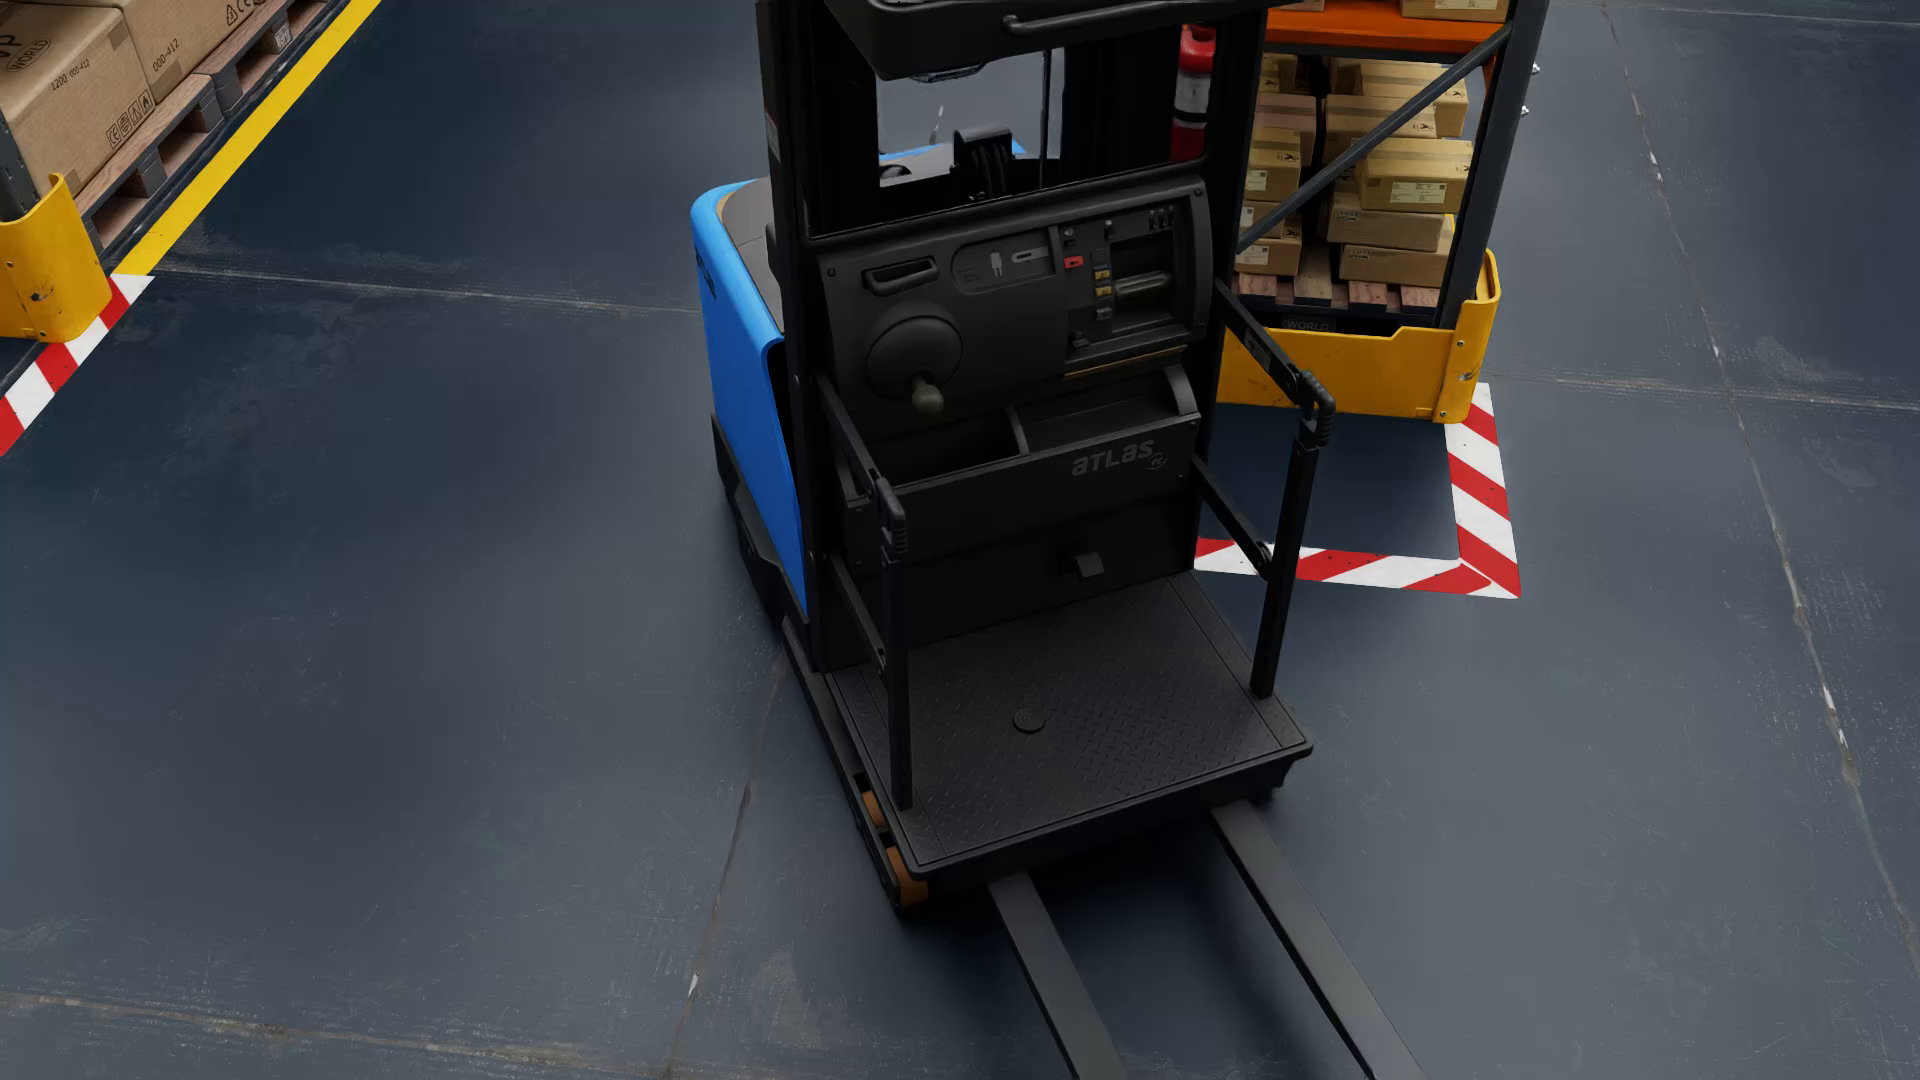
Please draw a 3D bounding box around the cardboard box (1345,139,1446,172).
[{"bbox_3d":[1.584,-1.338,6.033,0.380,0.149,0.250,5,44,5],"label":"cardboard box"}]

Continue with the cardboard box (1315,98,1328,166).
[{"bbox_3d":[1.528,-1.513,6.218,0.380,0.149,0.250,6,44,6],"label":"cardboard box"}]

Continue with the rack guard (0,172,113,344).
[{"bbox_3d":[-3.755,-1.055,6.000,1.175,0.500,0.348,5,44,6],"label":"rack guard"}]

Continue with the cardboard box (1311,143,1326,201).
[{"bbox_3d":[1.534,-1.399,6.313,0.380,0.149,0.250,6,44,6],"label":"cardboard box"}]

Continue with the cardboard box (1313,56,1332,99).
[{"bbox_3d":[1.611,-1.867,6.592,0.380,0.149,0.250,3,44,3],"label":"cardboard box"}]

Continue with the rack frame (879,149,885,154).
[{"bbox_3d":[-0.319,-0.756,5.285,0.200,1.050,0.008,-15,45,-15],"label":"rack frame"}]

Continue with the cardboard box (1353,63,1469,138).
[{"bbox_3d":[1.651,-1.616,6.110,0.380,0.149,0.250,5,44,5],"label":"cardboard box"}]

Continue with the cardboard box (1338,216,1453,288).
[{"bbox_3d":[1.554,-1.043,5.938,0.380,0.149,0.250,6,44,6],"label":"cardboard box"}]

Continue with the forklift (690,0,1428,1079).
[{"bbox_3d":[0.222,-0.458,3.602,1.130,2.935,3.031,-15,45,-15],"label":"forklift"}]

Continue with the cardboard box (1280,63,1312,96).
[{"bbox_3d":[1.159,-1.737,6.454,0.380,0.149,0.250,5,44,5],"label":"cardboard box"}]

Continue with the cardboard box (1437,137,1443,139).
[{"bbox_3d":[1.670,-1.678,6.392,0.380,0.149,0.250,7,44,7],"label":"cardboard box"}]

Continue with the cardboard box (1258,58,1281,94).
[{"bbox_3d":[0.985,-1.669,6.166,0.380,0.149,0.250,4,44,5],"label":"cardboard box"}]

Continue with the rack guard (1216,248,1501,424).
[{"bbox_3d":[1.178,-0.742,5.670,1.175,0.500,0.348,5,44,6],"label":"rack guard"}]

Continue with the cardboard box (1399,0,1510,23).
[{"bbox_3d":[1.535,-1.697,5.044,0.380,0.149,0.250,5,44,5],"label":"cardboard box"}]

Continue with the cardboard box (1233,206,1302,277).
[{"bbox_3d":[1.031,-1.093,5.990,0.380,0.149,0.250,6,44,6],"label":"cardboard box"}]

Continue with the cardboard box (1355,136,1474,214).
[{"bbox_3d":[1.574,-1.257,5.731,0.380,0.149,0.250,3,44,4],"label":"cardboard box"}]

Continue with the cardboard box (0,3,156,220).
[{"bbox_3d":[-3.764,-1.660,6.379,0.875,0.438,0.875,4,44,4],"label":"cardboard box"}]

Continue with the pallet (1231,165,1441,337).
[{"bbox_3d":[1.320,-1.187,6.350,1.003,0.211,1.213,5,44,6],"label":"pallet"}]

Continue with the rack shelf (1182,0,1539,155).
[{"bbox_3d":[1.432,-2.699,6.442,1.077,0.370,4.000,5,44,6],"label":"rack shelf"}]

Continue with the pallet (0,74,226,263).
[{"bbox_3d":[-3.724,-1.518,6.700,1.003,0.211,1.213,5,44,6],"label":"pallet"}]

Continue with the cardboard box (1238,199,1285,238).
[{"bbox_3d":[0.955,-1.208,5.896,0.380,0.149,0.250,4,44,4],"label":"cardboard box"}]

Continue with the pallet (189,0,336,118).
[{"bbox_3d":[-3.560,-2.347,7.575,1.003,0.211,1.213,5,44,6],"label":"pallet"}]

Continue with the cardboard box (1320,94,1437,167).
[{"bbox_3d":[1.491,-1.456,5.941,0.380,0.149,0.250,6,44,6],"label":"cardboard box"}]

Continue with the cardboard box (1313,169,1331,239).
[{"bbox_3d":[1.508,-1.229,6.134,0.380,0.149,0.250,5,44,5],"label":"cardboard box"}]

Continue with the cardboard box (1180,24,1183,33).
[{"bbox_3d":[1.062,-2.028,6.545,0.380,0.149,0.250,7,44,7],"label":"cardboard box"}]

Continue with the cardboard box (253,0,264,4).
[{"bbox_3d":[-3.531,-2.899,7.688,0.875,0.438,0.875,4,44,4],"label":"cardboard box"}]

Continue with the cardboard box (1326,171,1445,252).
[{"bbox_3d":[1.491,-1.157,5.842,0.380,0.149,0.250,7,44,7],"label":"cardboard box"}]

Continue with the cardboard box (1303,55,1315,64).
[{"bbox_3d":[1.605,-2.056,6.791,0.380,0.149,0.250,7,44,8],"label":"cardboard box"}]

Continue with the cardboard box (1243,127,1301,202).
[{"bbox_3d":[0.987,-1.315,5.792,0.380,0.149,0.250,6,44,6],"label":"cardboard box"}]

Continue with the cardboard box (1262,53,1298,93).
[{"bbox_3d":[1.082,-1.839,6.346,0.380,0.149,0.250,4,44,4],"label":"cardboard box"}]

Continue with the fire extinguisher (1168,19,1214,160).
[{"bbox_3d":[0.677,-1.304,4.773,0.296,0.674,0.183,5,44,6],"label":"fire extinguisher"}]

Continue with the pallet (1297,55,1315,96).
[{"bbox_3d":[1.484,-2.016,7.226,1.003,0.211,1.213,5,44,6],"label":"pallet"}]

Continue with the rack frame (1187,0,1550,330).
[{"bbox_3d":[1.168,-1.598,4.756,1.000,3.000,0.127,5,44,6],"label":"rack frame"}]

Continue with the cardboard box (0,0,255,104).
[{"bbox_3d":[-3.651,-2.284,7.039,0.875,0.438,0.875,6,44,7],"label":"cardboard box"}]

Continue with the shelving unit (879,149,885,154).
[{"bbox_3d":[-0.363,-0.834,5.368,0.215,1.050,0.252,-15,45,-15],"label":"shelving unit"}]

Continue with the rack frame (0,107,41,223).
[{"bbox_3d":[-3.752,-1.979,5.158,1.000,3.000,0.127,5,44,6],"label":"rack frame"}]

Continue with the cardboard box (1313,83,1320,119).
[{"bbox_3d":[1.615,-1.745,6.680,0.380,0.149,0.250,5,44,6],"label":"cardboard box"}]

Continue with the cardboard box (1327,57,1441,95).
[{"bbox_3d":[1.602,-1.793,6.297,0.380,0.149,0.250,3,44,3],"label":"cardboard box"}]

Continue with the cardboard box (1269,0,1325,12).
[{"bbox_3d":[0.931,-1.754,5.104,0.380,0.149,0.250,5,44,6],"label":"cardboard box"}]

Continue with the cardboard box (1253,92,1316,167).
[{"bbox_3d":[1.077,-1.481,5.968,0.380,0.149,0.250,6,44,6],"label":"cardboard box"}]
